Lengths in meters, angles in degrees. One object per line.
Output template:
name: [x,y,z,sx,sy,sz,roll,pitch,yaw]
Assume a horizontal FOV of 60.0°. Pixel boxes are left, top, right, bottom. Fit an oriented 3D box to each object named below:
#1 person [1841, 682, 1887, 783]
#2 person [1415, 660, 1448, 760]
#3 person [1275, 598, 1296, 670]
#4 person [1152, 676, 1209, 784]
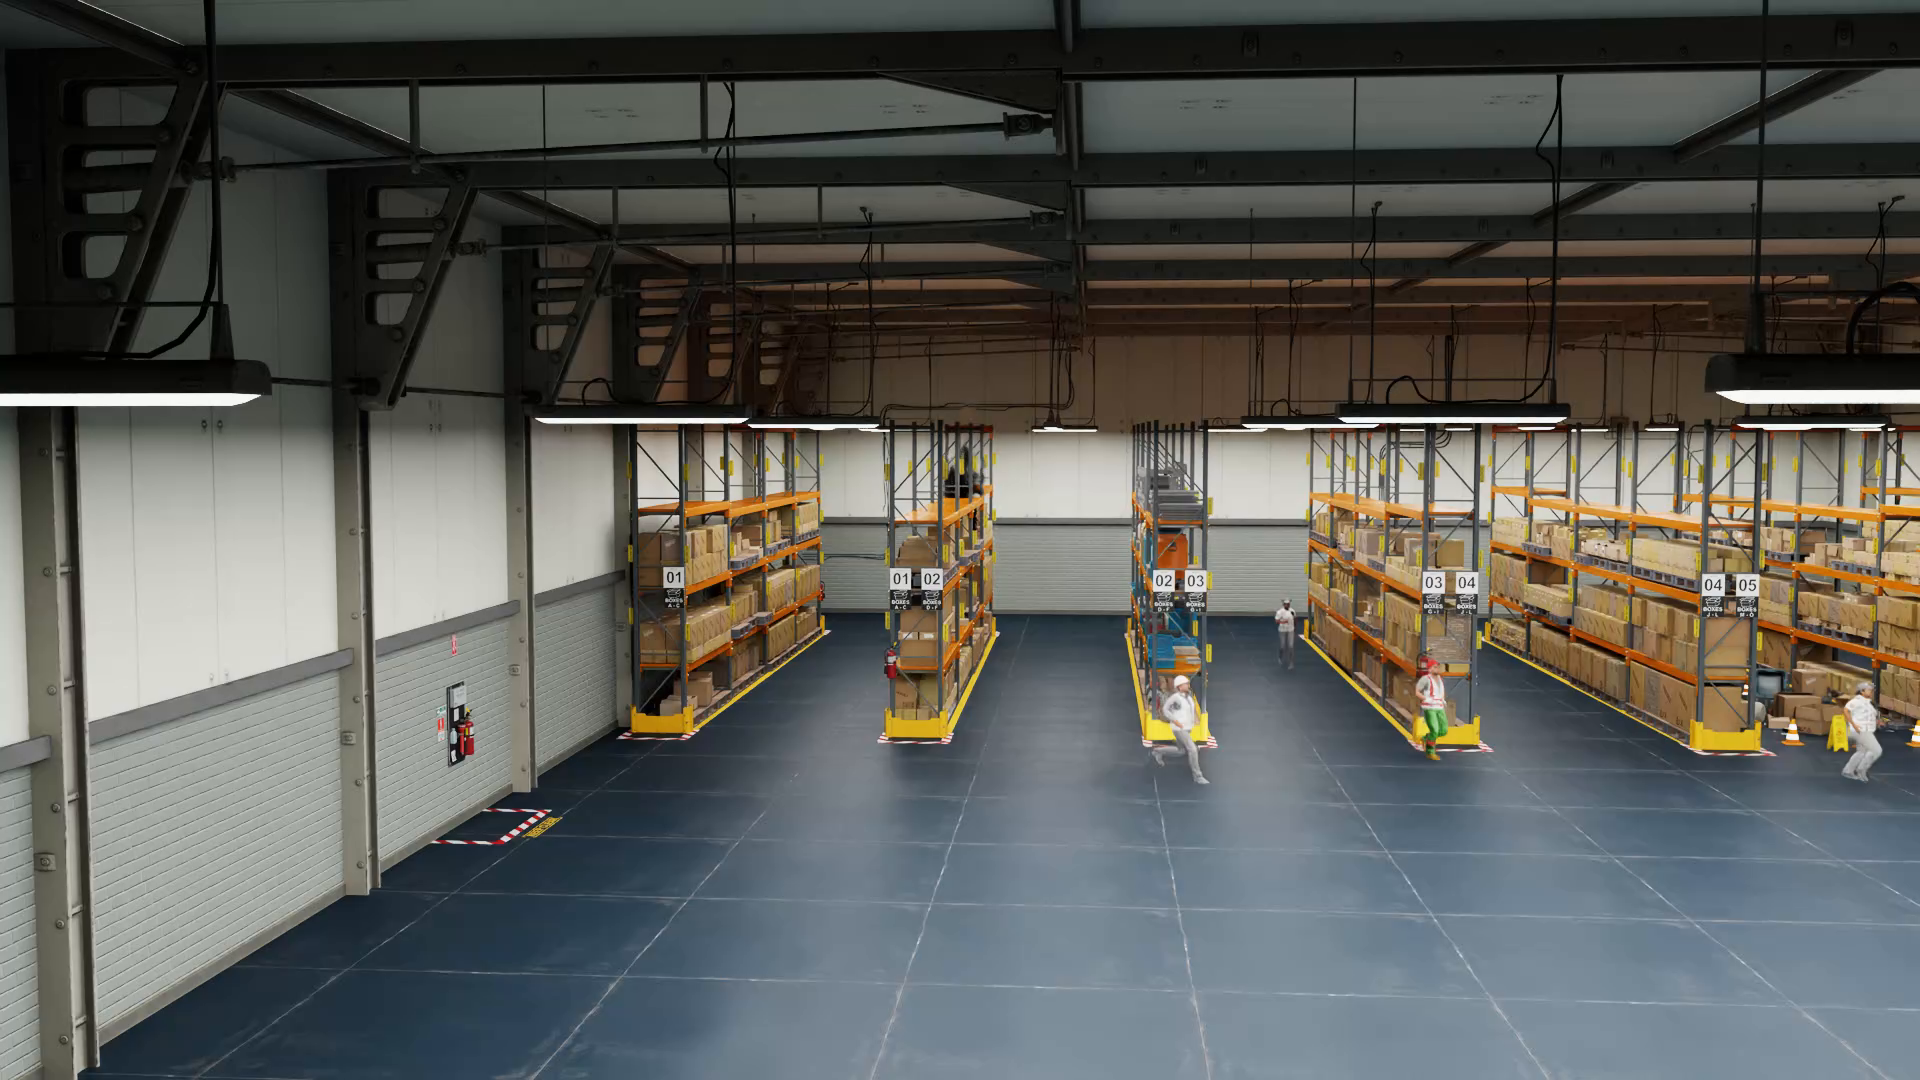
person: [14.901,3.175,27.429,0.646,1.649,0.615,3,5,41]
person: [8.367,2.995,29.440,0.697,1.753,0.623,-2,4,-27]
person: [8.009,2.282,40.888,0.579,1.750,0.817,0,4,0]
person: [3.656,3.122,27.548,1.084,1.767,0.631,2,4,30]
